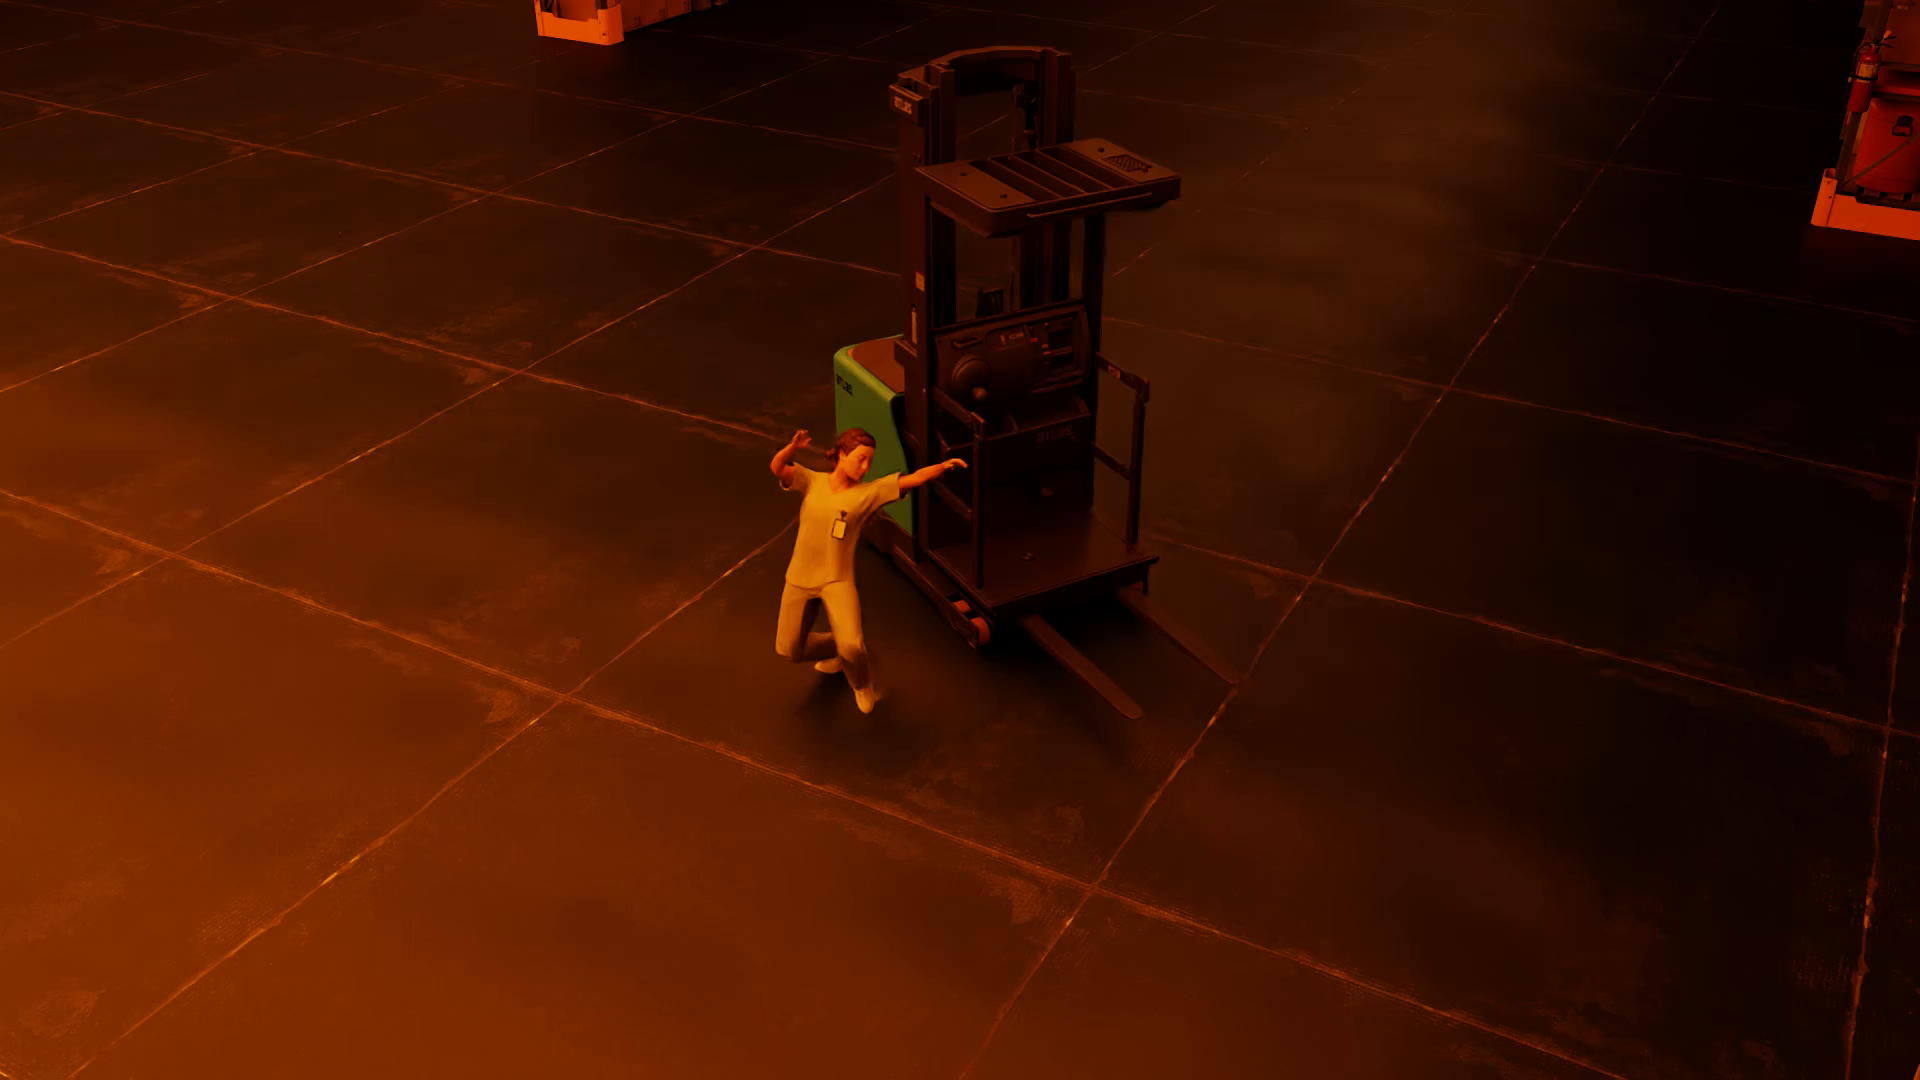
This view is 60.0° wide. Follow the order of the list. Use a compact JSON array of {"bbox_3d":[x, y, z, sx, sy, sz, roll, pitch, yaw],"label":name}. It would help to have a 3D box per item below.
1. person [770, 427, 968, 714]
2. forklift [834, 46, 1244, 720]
[{"bbox_3d":[-0.465,0.136,8.222,0.961,1.554,0.789,9,31,15],"label":"person"},{"bbox_3d":[0.395,-0.947,8.712,1.130,2.935,3.031,-16,33,-25],"label":"forklift"}]
